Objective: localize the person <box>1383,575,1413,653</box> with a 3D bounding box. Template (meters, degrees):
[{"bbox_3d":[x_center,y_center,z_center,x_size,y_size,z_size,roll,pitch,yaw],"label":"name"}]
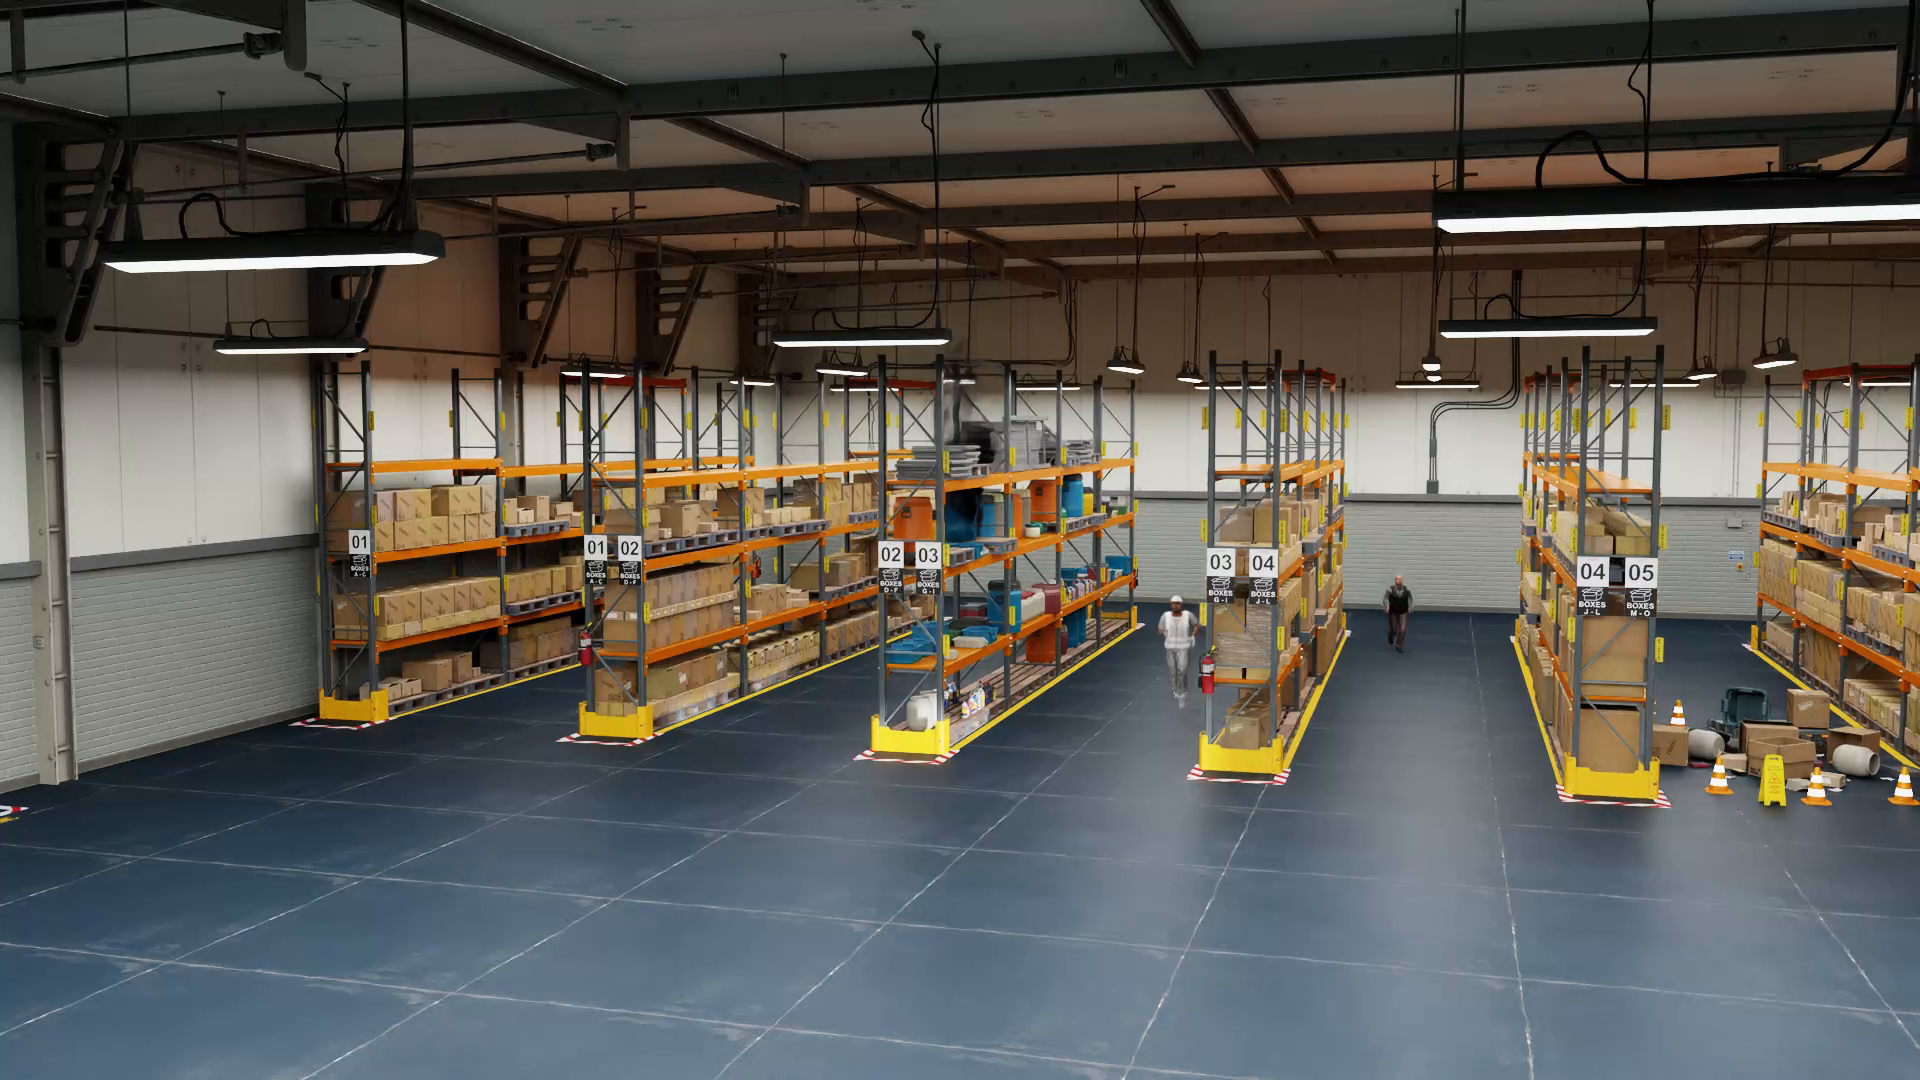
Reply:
[{"bbox_3d":[9.522,1.586,36.174,0.654,1.681,0.738,0,4,5],"label":"person"}]

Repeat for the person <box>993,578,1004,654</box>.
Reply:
[{"bbox_3d":[0.945,1.625,36.257,0.506,1.630,0.931,1,4,11],"label":"person"}]

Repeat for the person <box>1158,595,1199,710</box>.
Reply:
[{"bbox_3d":[3.625,1.869,27.774,0.653,1.890,0.733,1,4,17],"label":"person"}]
